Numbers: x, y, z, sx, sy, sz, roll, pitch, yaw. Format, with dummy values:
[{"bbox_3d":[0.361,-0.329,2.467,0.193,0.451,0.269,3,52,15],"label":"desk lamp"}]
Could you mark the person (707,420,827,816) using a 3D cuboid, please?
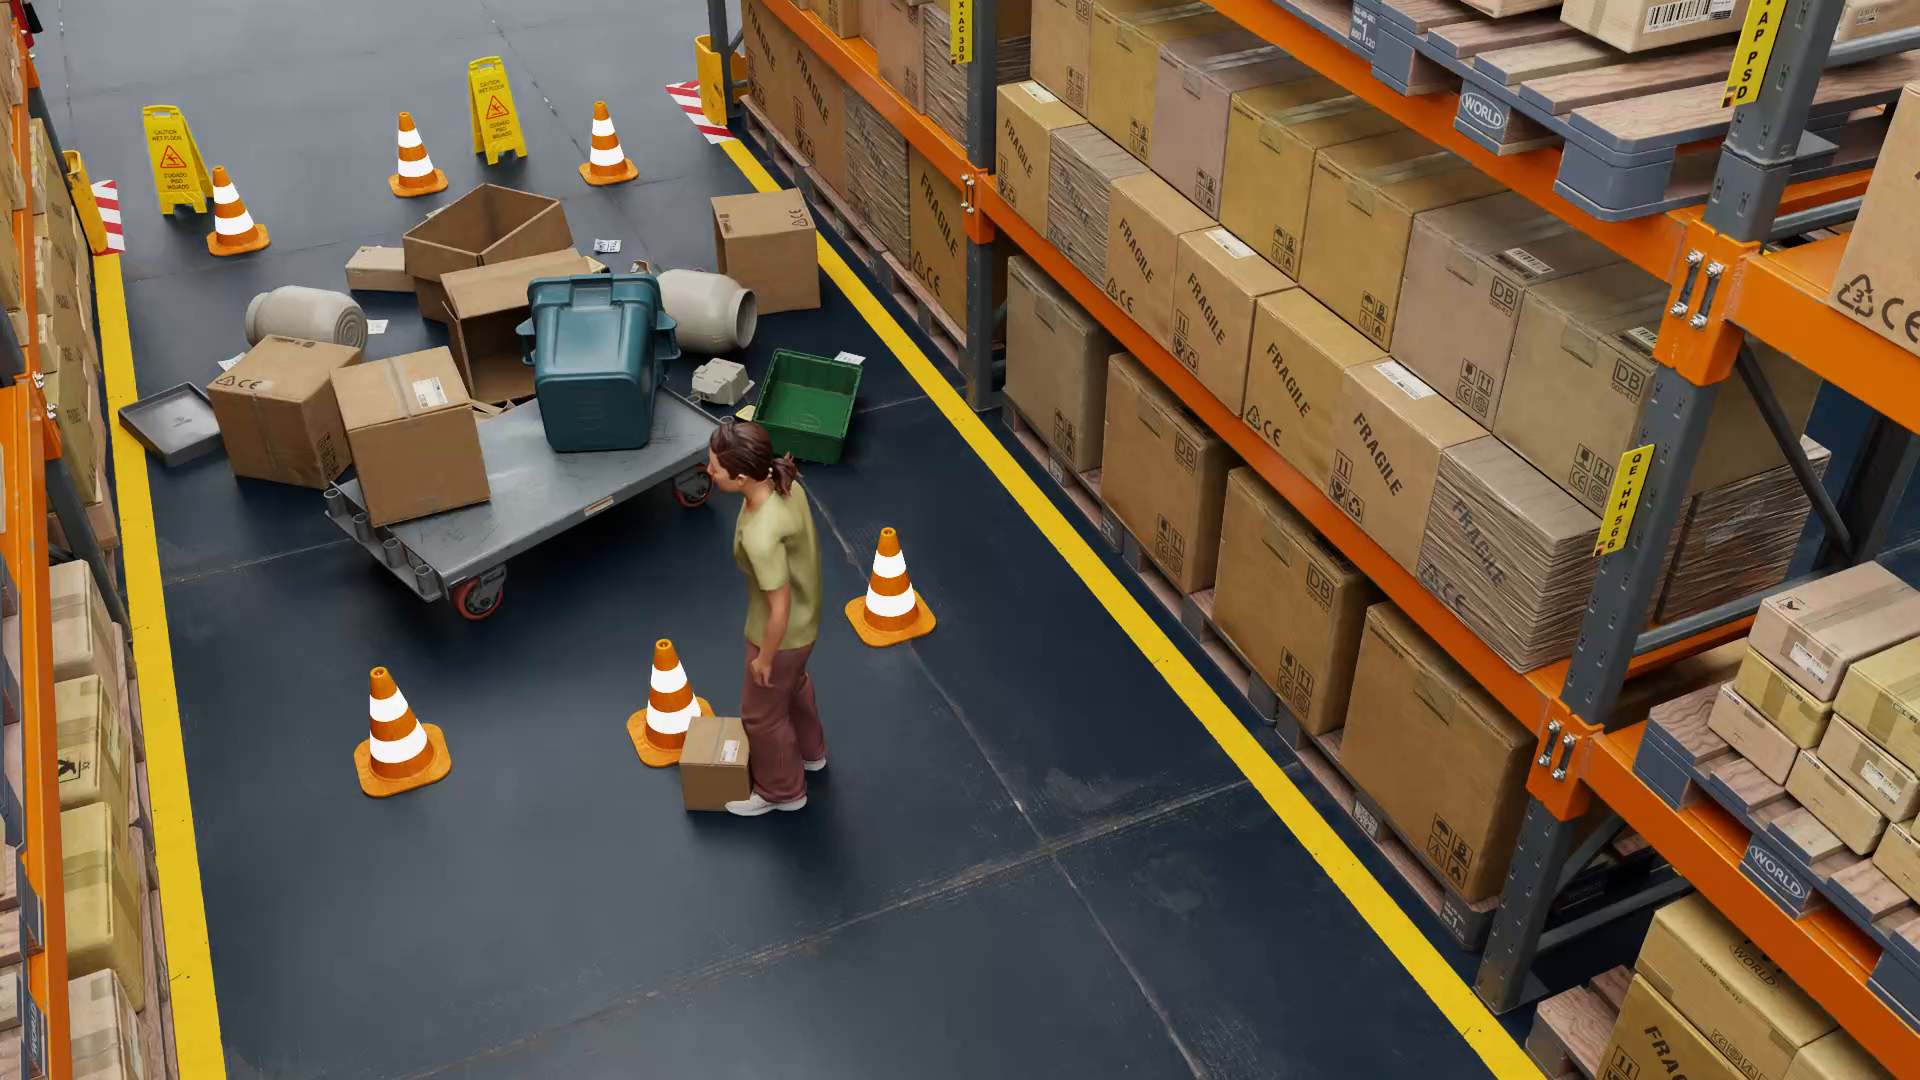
[{"bbox_3d":[-0.675,0.287,5.776,0.407,1.673,0.517,1,37,1],"label":"person"}]
